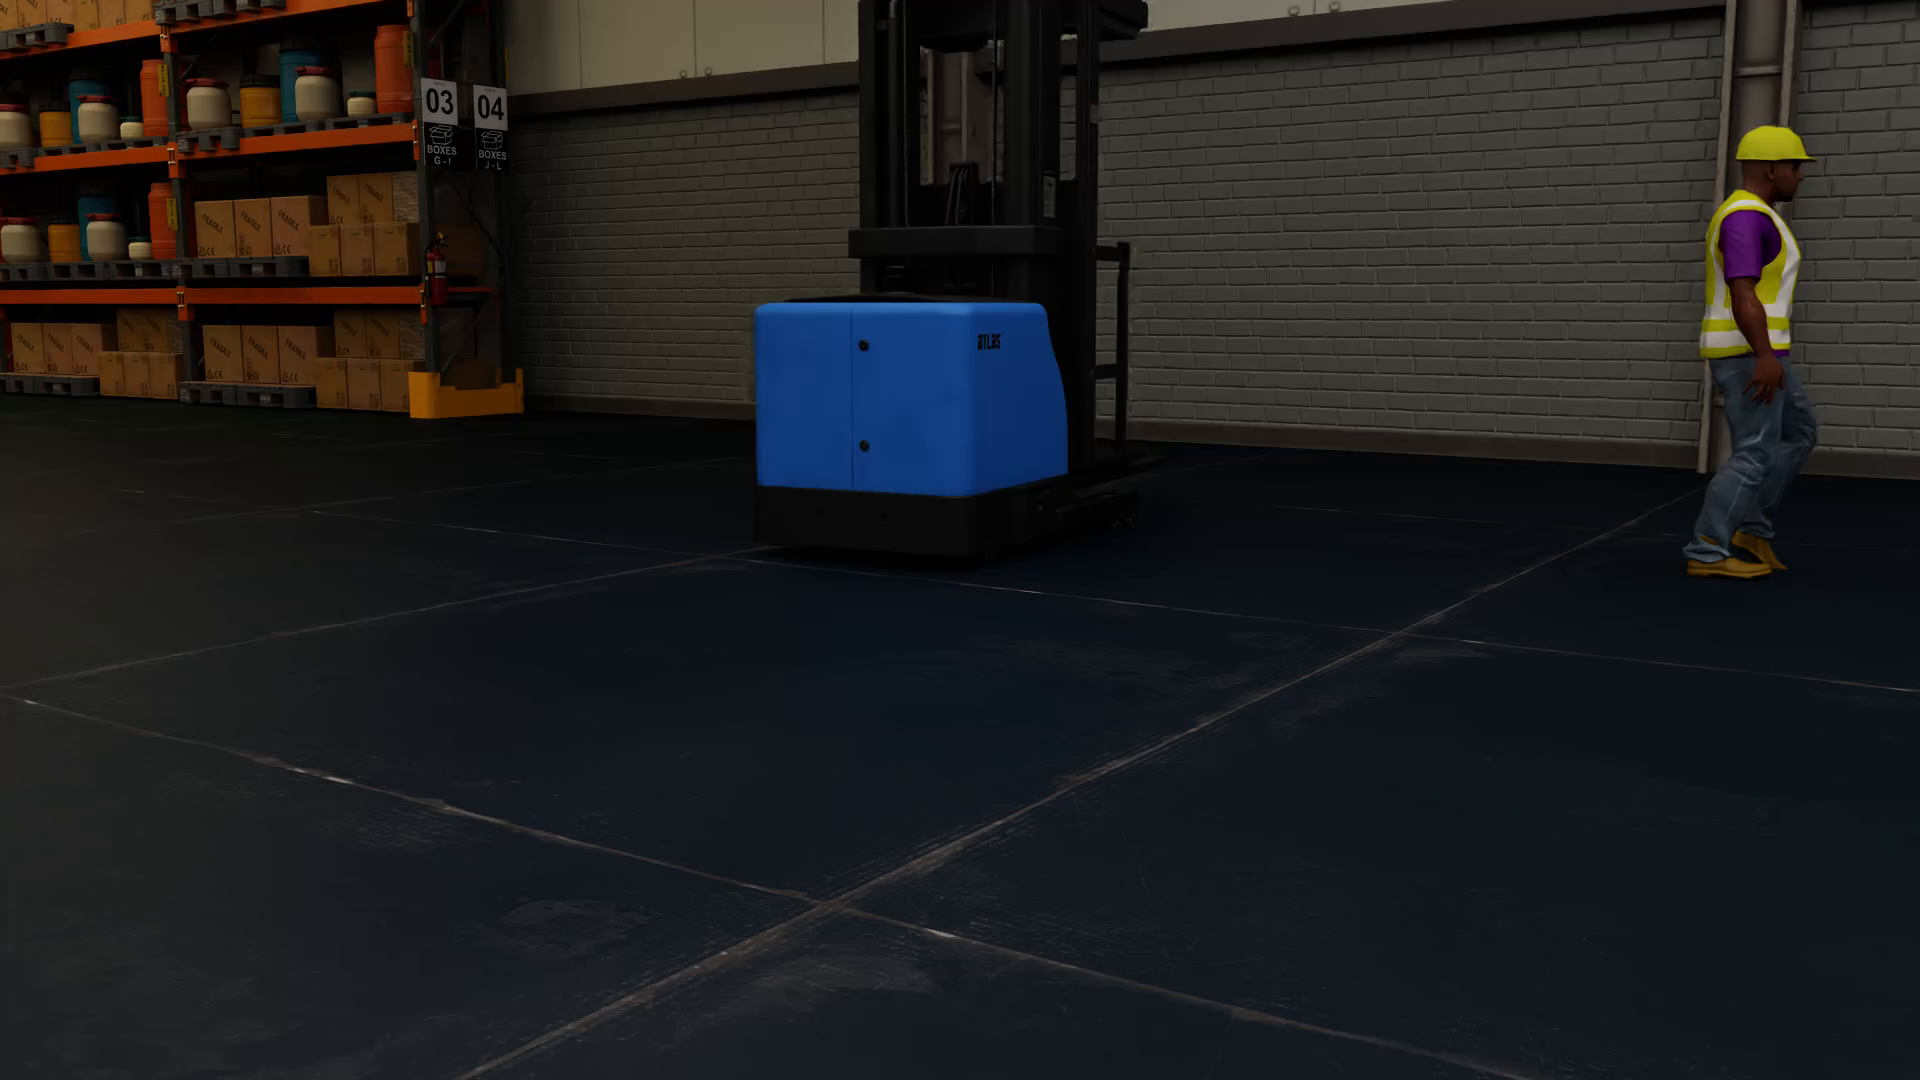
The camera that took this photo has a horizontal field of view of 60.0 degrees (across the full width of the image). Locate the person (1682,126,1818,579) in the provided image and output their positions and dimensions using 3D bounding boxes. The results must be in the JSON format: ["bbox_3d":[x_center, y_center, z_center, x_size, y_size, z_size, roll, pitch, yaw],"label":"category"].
[{"bbox_3d":[3.130,-0.703,6.500,0.496,1.786,0.677,3,9,18],"label":"person"}]

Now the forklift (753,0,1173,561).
[{"bbox_3d":[0.227,-1.532,7.968,1.130,2.935,3.031,4,9,26],"label":"forklift"}]
